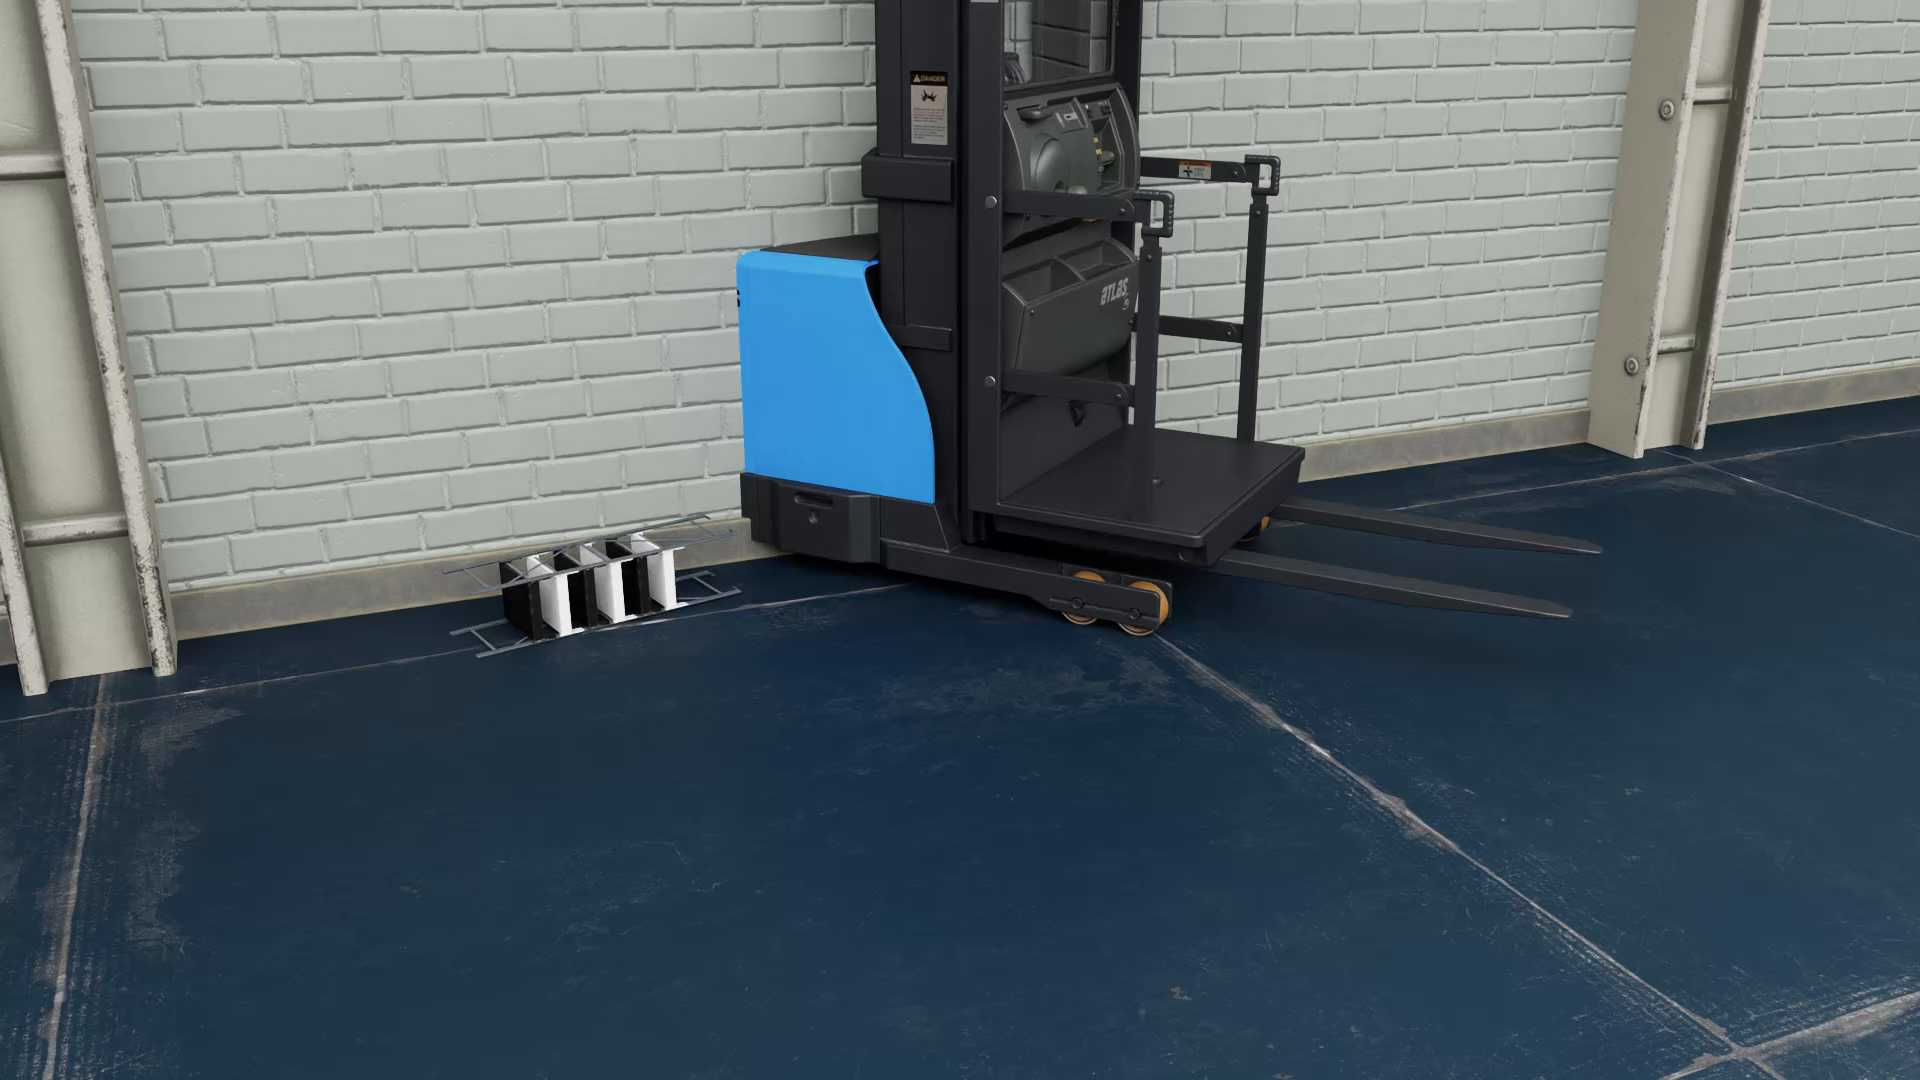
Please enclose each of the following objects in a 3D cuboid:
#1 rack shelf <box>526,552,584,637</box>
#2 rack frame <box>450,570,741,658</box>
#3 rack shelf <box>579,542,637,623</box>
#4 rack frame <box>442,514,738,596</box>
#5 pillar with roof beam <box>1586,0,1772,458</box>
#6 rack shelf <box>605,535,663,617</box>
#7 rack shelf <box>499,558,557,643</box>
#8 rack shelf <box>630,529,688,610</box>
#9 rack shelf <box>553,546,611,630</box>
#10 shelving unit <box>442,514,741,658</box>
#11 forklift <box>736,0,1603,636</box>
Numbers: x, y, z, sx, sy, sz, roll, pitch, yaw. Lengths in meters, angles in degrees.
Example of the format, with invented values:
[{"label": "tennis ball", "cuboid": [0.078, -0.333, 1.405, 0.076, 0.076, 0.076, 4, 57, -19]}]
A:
[{"label": "rack shelf", "cuboid": [-1.278, 0.164, 5.231, 0.077, 0.200, 0.258, -14, 24, -33]}, {"label": "rack frame", "cuboid": [-1.159, 0.230, 5.346, 0.900, 0.006, 0.240, -14, 24, -33]}, {"label": "rack shelf", "cuboid": [-1.132, 0.128, 5.330, 0.077, 0.200, 0.258, -14, 24, -33]}, {"label": "rack frame", "cuboid": [-1.160, 0.039, 5.278, 0.900, 0.006, 0.240, -14, 24, -33]}, {"label": "pillar with roof beam", "cuboid": [4.660, -3.347, 1.980, 0.400, 9.000, 9.100, -8, 21, -22]}, {"label": "rack shelf", "cuboid": [-1.059, 0.110, 5.380, 0.077, 0.200, 0.258, -14, 24, -33]}, {"label": "rack shelf", "cuboid": [-1.351, 0.183, 5.182, 0.077, 0.200, 0.258, -14, 24, -33]}, {"label": "rack shelf", "cuboid": [-0.987, 0.091, 5.429, 0.077, 0.200, 0.258, -14, 24, -33]}, {"label": "rack shelf", "cuboid": [-1.205, 0.146, 5.281, 0.077, 0.200, 0.258, -14, 24, -33]}, {"label": "shelving unit", "cuboid": [-1.159, 0.135, 5.312, 0.900, 0.210, 0.258, -14, 24, -33]}, {"label": "forklift", "cuboid": [0.550, -1.286, 5.260, 3.031, 2.935, 1.130, 10, 22, 26]}]
